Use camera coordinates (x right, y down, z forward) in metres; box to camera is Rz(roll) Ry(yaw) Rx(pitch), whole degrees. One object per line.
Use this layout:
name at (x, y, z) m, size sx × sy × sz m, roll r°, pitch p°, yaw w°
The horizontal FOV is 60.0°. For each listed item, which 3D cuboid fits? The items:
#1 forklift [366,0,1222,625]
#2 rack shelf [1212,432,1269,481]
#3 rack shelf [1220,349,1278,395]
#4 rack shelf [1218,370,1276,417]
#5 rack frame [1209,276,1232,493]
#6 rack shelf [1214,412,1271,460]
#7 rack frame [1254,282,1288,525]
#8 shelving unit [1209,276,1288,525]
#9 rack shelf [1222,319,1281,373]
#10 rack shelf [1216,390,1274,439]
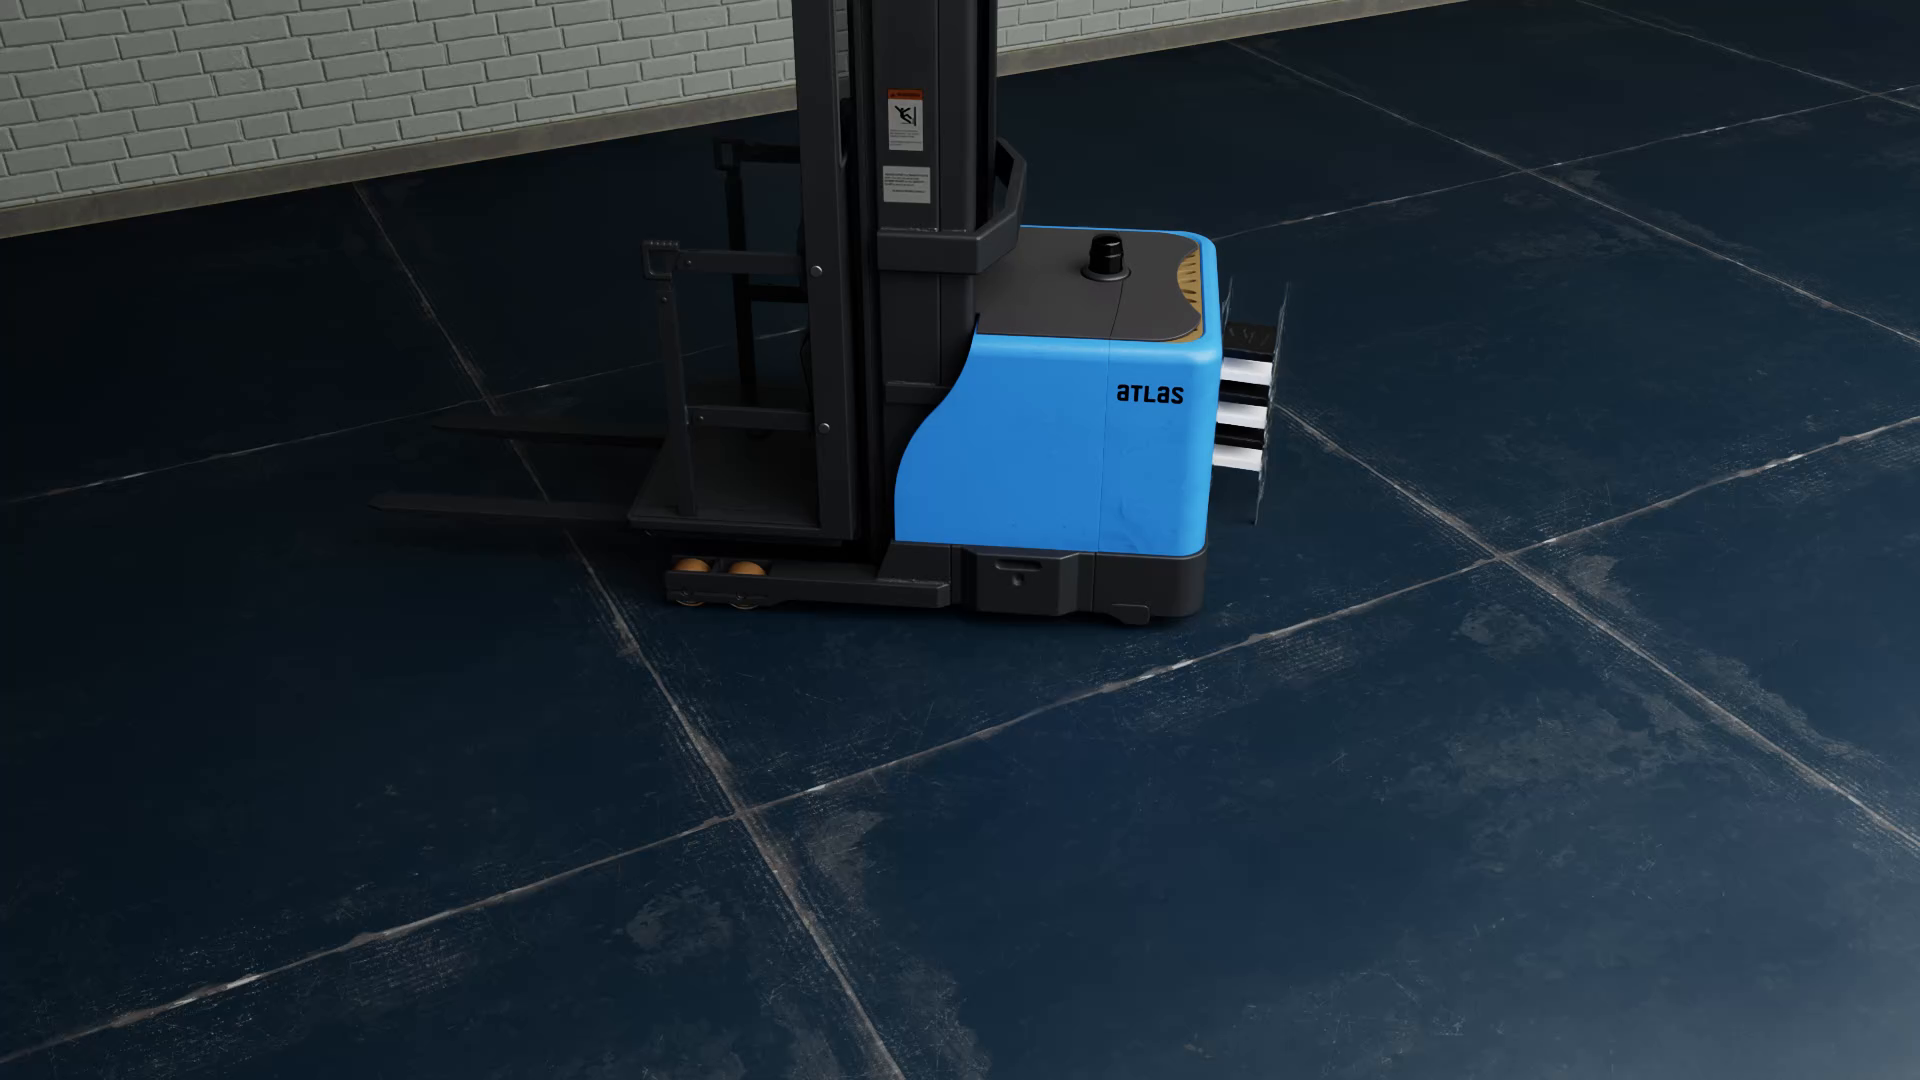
forklift at (-0.619, -1.269, 5.514) m, size 3.031 × 2.935 × 1.130 m, roll 3°, pitch 33°, yaw 5°
rack shelf at (1.059, -0.333, 6.330) m, size 0.200 × 0.077 × 0.258 m, roll 9°, pitch 34°, yaw 13°
rack shelf at (1.060, -0.636, 6.136) m, size 0.200 × 0.077 × 0.258 m, roll 9°, pitch 34°, yaw 13°
rack shelf at (1.060, -0.560, 6.184) m, size 0.200 × 0.077 × 0.258 m, roll 9°, pitch 34°, yaw 13°
rack frame at (0.962, -0.527, 6.238) m, size 0.006 × 0.900 × 0.240 m, roll 9°, pitch 34°, yaw 13°
rack shelf at (1.060, -0.409, 6.282) m, size 0.200 × 0.077 × 0.258 m, roll 9°, pitch 34°, yaw 13°
rack frame at (1.158, -0.498, 6.193) m, size 0.006 × 0.900 × 0.240 m, roll 9°, pitch 34°, yaw 13°
shelving unit at (1.060, -0.512, 6.215) m, size 0.210 × 0.900 × 0.258 m, roll 9°, pitch 34°, yaw 13°
rack shelf at (1.061, -0.712, 6.087) m, size 0.200 × 0.077 × 0.258 m, roll 9°, pitch 34°, yaw 13°
rack shelf at (1.060, -0.484, 6.233) m, size 0.200 × 0.077 × 0.258 m, roll 9°, pitch 34°, yaw 13°
